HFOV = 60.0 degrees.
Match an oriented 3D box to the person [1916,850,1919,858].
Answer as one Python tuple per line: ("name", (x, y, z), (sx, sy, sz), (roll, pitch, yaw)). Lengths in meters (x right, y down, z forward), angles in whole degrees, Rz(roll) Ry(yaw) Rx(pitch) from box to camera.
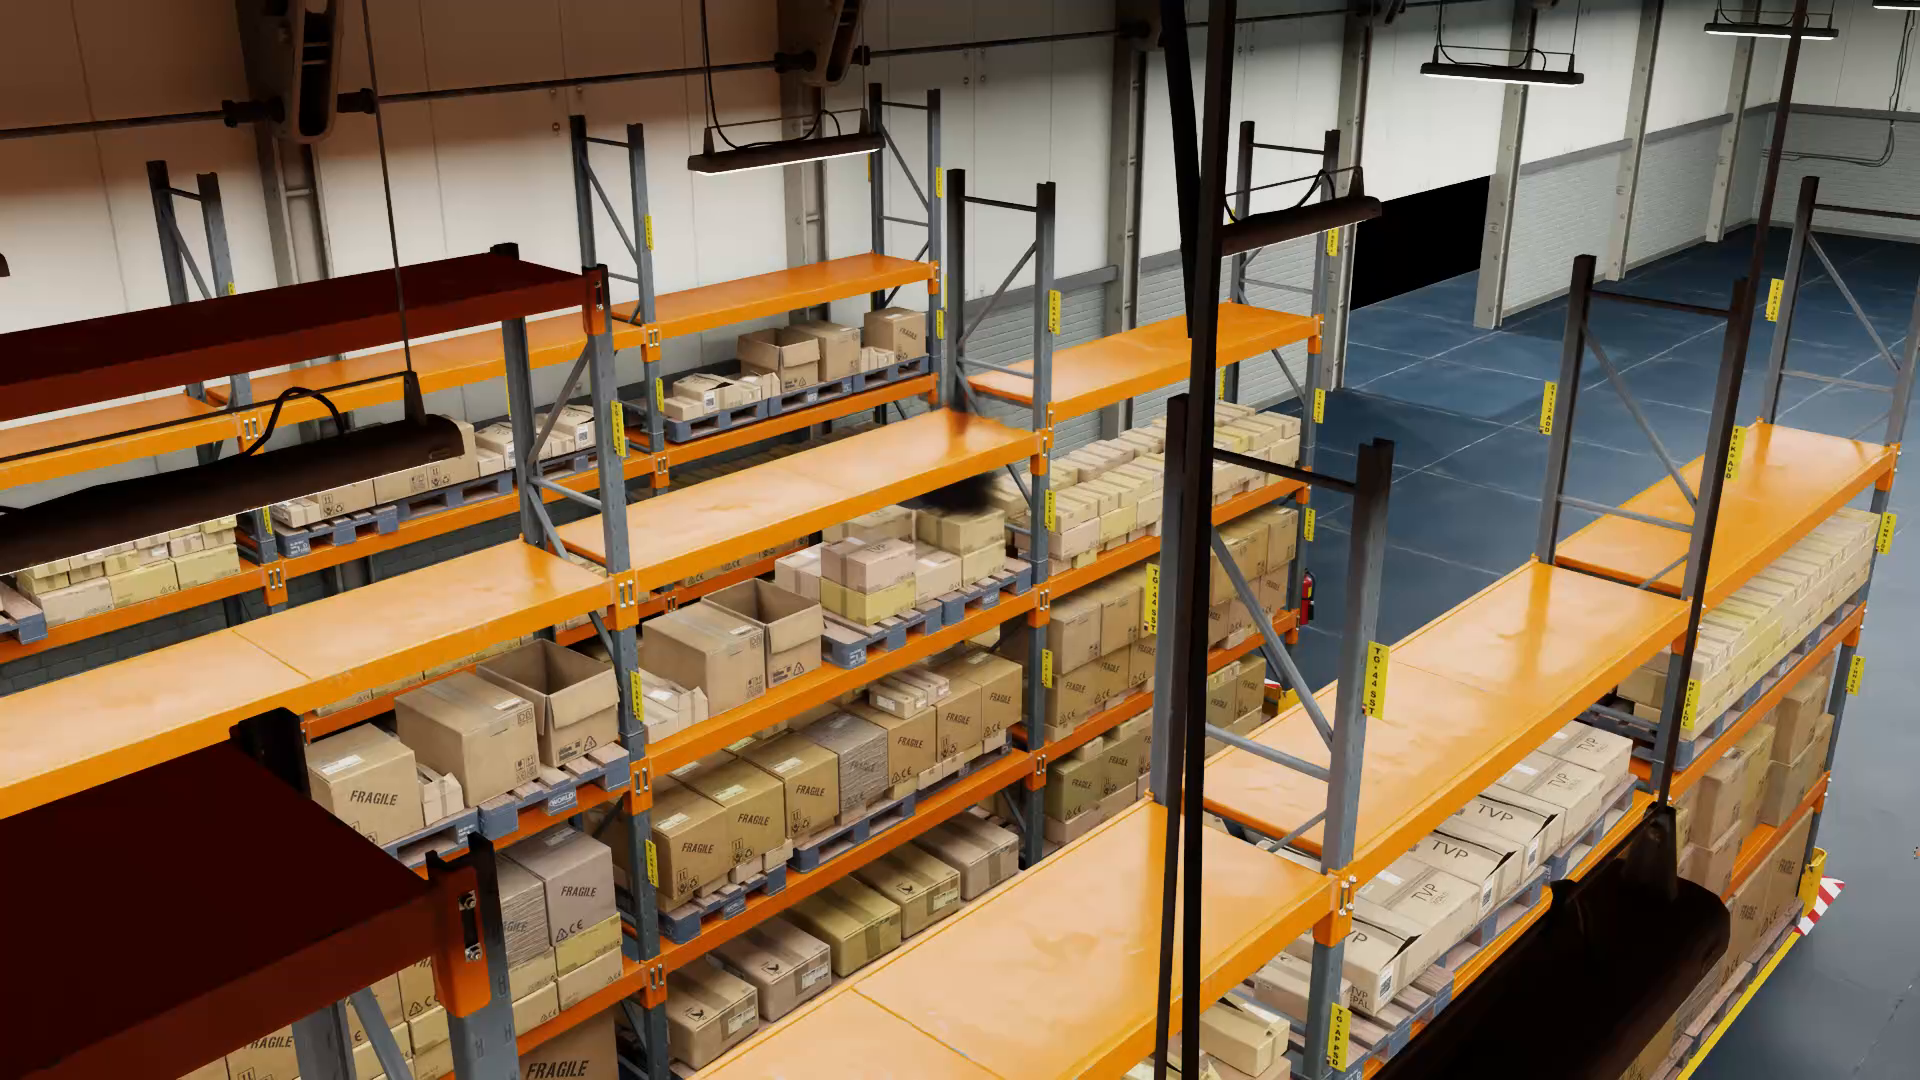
("person", (7.980, 2.640, 13.218), (0.624, 1.479, 0.923), (-8, 22, -19))
